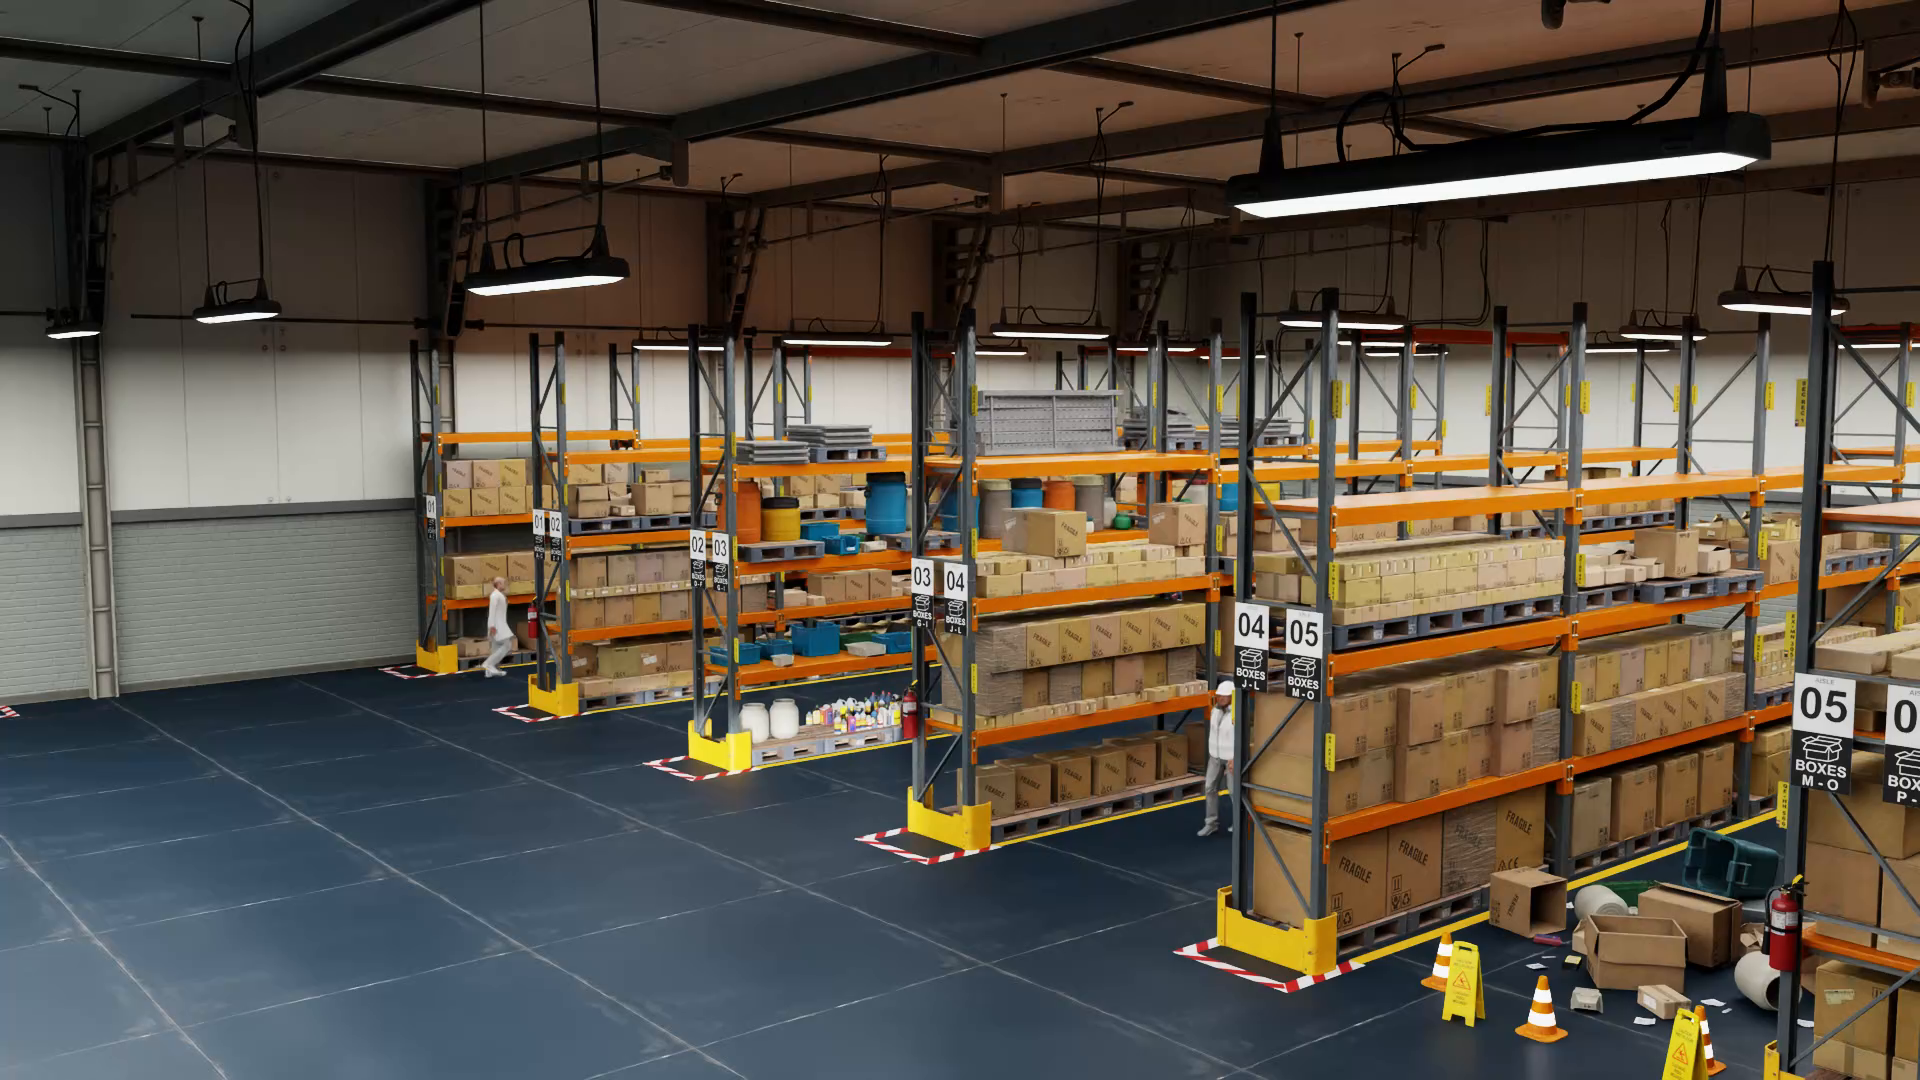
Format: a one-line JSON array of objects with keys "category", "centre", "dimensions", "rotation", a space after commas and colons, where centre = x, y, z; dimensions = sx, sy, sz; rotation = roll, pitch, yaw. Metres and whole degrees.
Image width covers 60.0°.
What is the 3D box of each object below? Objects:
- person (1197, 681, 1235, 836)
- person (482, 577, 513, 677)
[{"category": "person", "centre": [3.061, 2.520, 19.171], "dimensions": [0.615, 1.801, 0.581], "rotation": [-5, 7, -42]}, {"category": "person", "centre": [-8.241, 1.542, 29.527], "dimensions": [0.555, 1.769, 0.613], "rotation": [-2, 6, -25]}]
